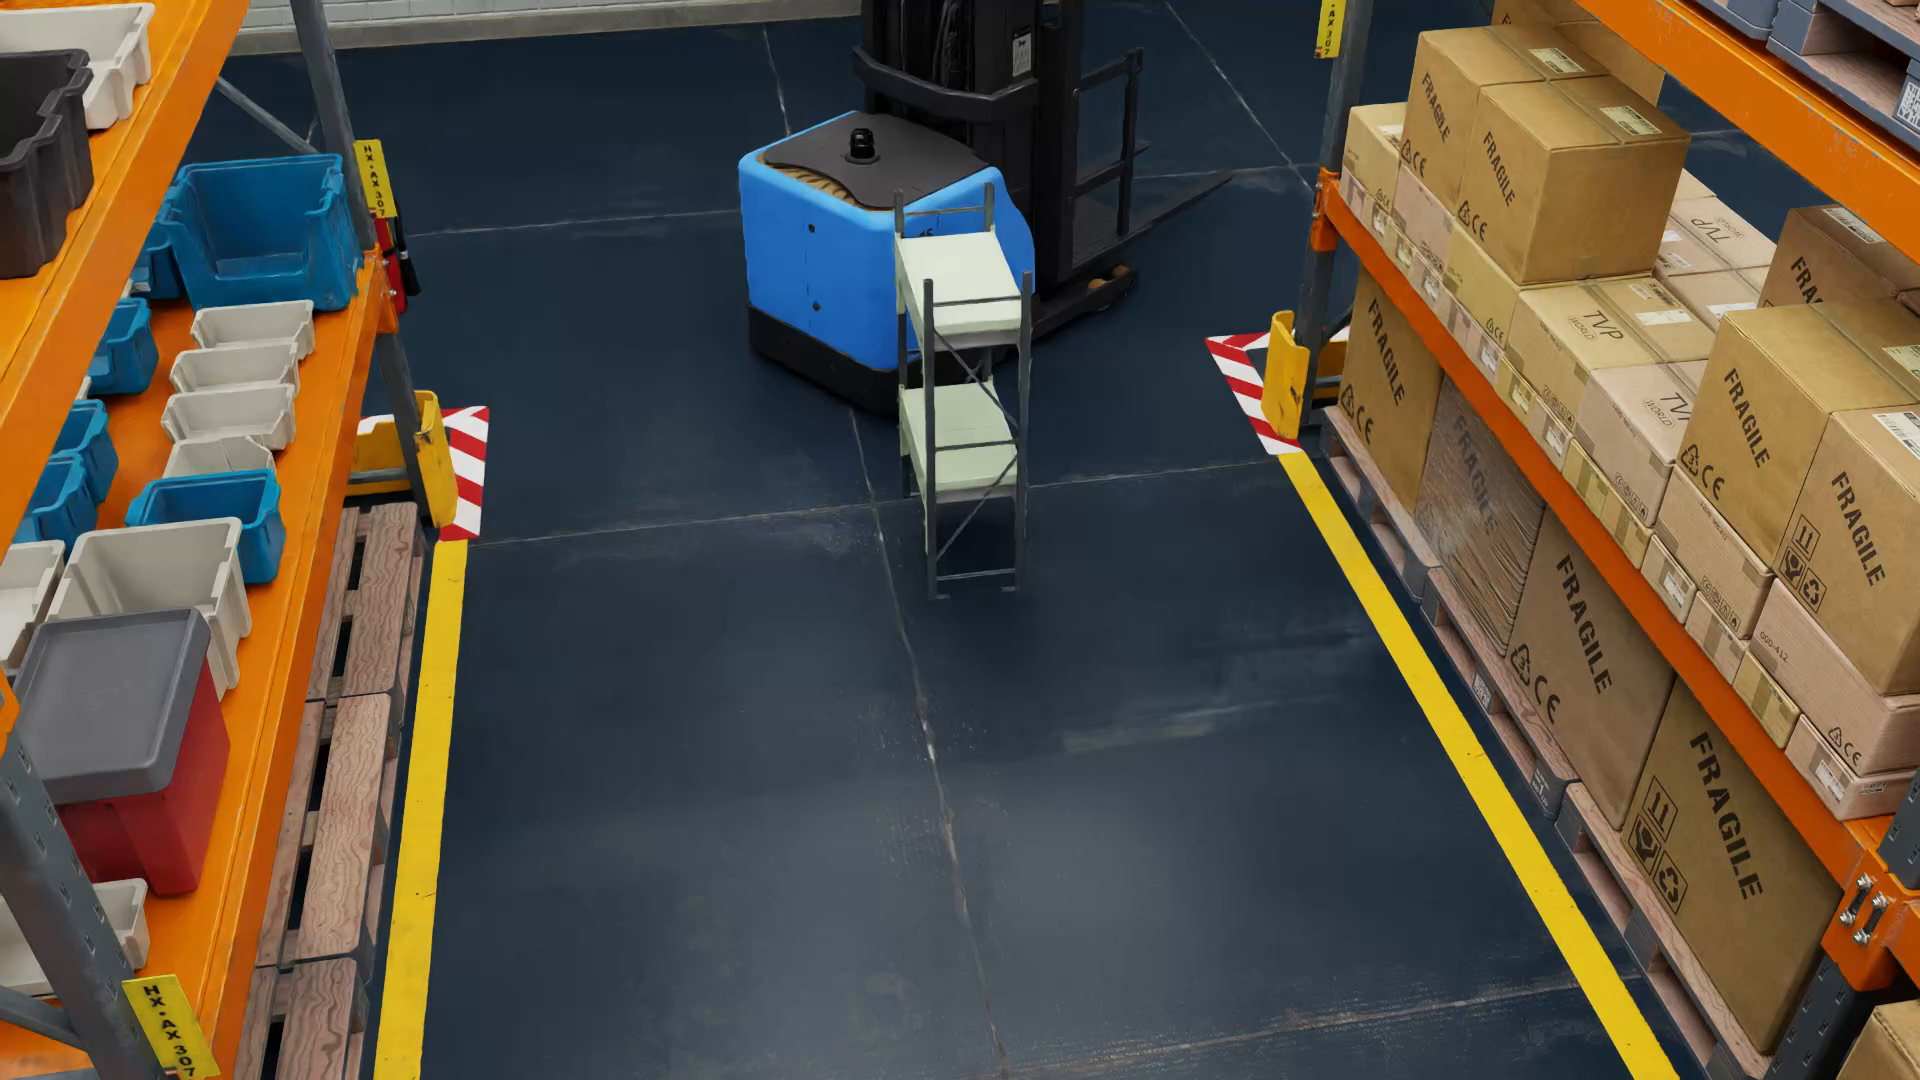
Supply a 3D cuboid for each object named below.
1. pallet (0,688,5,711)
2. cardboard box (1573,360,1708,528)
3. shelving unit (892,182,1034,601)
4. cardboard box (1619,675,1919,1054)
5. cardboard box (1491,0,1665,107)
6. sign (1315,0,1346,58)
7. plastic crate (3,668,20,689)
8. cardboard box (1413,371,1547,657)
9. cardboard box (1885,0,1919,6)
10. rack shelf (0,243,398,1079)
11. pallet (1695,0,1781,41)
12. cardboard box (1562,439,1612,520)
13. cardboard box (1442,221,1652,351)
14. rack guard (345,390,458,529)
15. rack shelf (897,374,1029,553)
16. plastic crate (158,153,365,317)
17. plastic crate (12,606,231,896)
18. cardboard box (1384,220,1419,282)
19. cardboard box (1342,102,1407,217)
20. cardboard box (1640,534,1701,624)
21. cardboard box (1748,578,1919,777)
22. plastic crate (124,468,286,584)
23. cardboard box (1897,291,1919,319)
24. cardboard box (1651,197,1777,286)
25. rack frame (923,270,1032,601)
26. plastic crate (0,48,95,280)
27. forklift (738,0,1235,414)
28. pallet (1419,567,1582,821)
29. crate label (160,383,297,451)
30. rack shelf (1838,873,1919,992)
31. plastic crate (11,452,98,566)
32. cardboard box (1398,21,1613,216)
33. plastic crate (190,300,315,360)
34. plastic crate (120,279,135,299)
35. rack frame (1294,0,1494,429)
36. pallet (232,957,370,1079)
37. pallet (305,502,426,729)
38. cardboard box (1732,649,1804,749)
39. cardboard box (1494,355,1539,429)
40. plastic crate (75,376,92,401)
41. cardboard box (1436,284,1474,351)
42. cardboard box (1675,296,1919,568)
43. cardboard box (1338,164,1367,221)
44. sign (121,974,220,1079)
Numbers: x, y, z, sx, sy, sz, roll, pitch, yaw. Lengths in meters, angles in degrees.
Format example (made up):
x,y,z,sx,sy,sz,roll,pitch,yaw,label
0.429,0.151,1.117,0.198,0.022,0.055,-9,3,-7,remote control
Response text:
x,y,z,sx,sy,sz,roll,pitch,yaw,label
-1.882,0.498,1.873,1.213,0.211,1.003,-6,38,-8,pallet
2.242,-0.305,5.077,0.500,0.250,0.500,-5,38,-7,cardboard box
0.001,-0.588,6.785,0.431,1.500,0.755,-6,38,-8,shelving unit
2.724,0.878,5.064,0.875,0.875,0.875,-6,38,-8,cardboard box
2.404,-1.892,6.509,0.500,0.500,0.500,-6,38,-7,cardboard box
1.512,-2.121,6.765,0.100,0.325,0.005,-6,38,-8,sign
-2.576,0.583,4.230,0.437,0.125,0.590,-6,38,-8,plastic crate
2.410,-0.203,6.456,0.875,0.875,0.875,-6,38,-8,cardboard box
2.475,-1.609,3.925,0.700,0.500,0.500,-4,38,-6,cardboard box
-2.466,0.221,5.107,1.077,0.370,4.000,-6,38,-8,rack shelf
2.417,-1.768,4.708,1.003,0.211,1.213,-6,38,-8,pallet
2.159,-0.214,5.285,0.380,0.149,0.250,-7,38,-9,cardboard box
2.060,-0.926,5.877,0.500,0.250,0.500,-7,38,-9,cardboard box
-2.834,-0.297,7.225,1.175,0.500,0.348,-6,38,-8,rack guard
0.001,-0.331,6.985,0.431,0.370,0.720,-6,38,-8,rack shelf
-2.574,-1.127,6.177,0.616,0.435,0.499,-6,38,-8,plastic crate
-2.025,0.530,4.022,0.402,0.464,0.583,-6,38,-8,plastic crate
1.889,-1.145,6.484,0.380,0.149,0.250,-7,38,-9,cardboard box
1.878,-1.543,6.671,0.500,0.250,0.500,-7,38,-9,cardboard box
2.250,0.097,4.885,0.380,0.149,0.250,-6,38,-7,cardboard box
2.425,0.316,4.279,0.500,0.250,0.500,-7,38,-9,cardboard box
-2.204,-0.016,4.913,0.416,0.233,0.300,-6,38,-8,plastic crate
2.850,-0.357,4.533,0.500,0.500,0.500,-6,38,-8,cardboard box
2.584,-0.984,5.951,0.500,0.250,0.500,-7,38,-9,cardboard box
0.065,-0.367,6.500,0.400,1.500,0.023,-6,38,-8,rack frame
-2.063,-0.768,3.455,0.497,0.269,0.590,-6,38,-8,plastic crate
0.311,-2.566,8.164,1.130,2.935,3.031,30,47,33,forklift
2.487,0.507,6.425,1.003,0.211,1.213,-6,38,-8,pallet
-2.386,-0.375,5.454,0.396,0.136,0.243,-6,38,-8,crate label
3.112,2.104,2.683,1.077,0.370,4.000,-6,38,-8,rack shelf
-2.814,-0.068,4.980,0.416,0.233,0.300,-6,38,-8,plastic crate
1.966,-1.537,6.052,0.500,0.500,0.500,-7,38,-9,cardboard box
-2.495,-0.718,5.895,0.396,0.136,0.243,-6,38,-8,plastic crate
-3.123,-0.803,6.005,0.250,0.136,0.298,-6,38,-8,plastic crate
2.060,-1.804,7.127,1.000,3.000,0.127,-6,38,-8,rack frame
-2.282,1.806,4.753,1.003,0.211,1.213,-6,38,-8,pallet
-2.710,0.332,6.650,1.003,0.211,1.213,-6,38,-8,pallet
2.340,0.407,4.486,0.380,0.149,0.250,-6,38,-7,cardboard box
2.068,-0.526,5.687,0.380,0.149,0.250,-7,38,-9,cardboard box
-3.004,-0.394,5.478,0.250,0.136,0.298,-6,38,-8,plastic crate
1.979,-0.834,6.084,0.380,0.149,0.250,-7,38,-9,cardboard box
2.333,-0.294,4.452,0.500,0.500,0.500,-6,38,-7,cardboard box
1.797,-1.455,6.882,0.380,0.149,0.250,-6,38,-7,cardboard box
-1.573,0.978,3.321,0.100,0.325,0.005,-6,38,-8,sign
